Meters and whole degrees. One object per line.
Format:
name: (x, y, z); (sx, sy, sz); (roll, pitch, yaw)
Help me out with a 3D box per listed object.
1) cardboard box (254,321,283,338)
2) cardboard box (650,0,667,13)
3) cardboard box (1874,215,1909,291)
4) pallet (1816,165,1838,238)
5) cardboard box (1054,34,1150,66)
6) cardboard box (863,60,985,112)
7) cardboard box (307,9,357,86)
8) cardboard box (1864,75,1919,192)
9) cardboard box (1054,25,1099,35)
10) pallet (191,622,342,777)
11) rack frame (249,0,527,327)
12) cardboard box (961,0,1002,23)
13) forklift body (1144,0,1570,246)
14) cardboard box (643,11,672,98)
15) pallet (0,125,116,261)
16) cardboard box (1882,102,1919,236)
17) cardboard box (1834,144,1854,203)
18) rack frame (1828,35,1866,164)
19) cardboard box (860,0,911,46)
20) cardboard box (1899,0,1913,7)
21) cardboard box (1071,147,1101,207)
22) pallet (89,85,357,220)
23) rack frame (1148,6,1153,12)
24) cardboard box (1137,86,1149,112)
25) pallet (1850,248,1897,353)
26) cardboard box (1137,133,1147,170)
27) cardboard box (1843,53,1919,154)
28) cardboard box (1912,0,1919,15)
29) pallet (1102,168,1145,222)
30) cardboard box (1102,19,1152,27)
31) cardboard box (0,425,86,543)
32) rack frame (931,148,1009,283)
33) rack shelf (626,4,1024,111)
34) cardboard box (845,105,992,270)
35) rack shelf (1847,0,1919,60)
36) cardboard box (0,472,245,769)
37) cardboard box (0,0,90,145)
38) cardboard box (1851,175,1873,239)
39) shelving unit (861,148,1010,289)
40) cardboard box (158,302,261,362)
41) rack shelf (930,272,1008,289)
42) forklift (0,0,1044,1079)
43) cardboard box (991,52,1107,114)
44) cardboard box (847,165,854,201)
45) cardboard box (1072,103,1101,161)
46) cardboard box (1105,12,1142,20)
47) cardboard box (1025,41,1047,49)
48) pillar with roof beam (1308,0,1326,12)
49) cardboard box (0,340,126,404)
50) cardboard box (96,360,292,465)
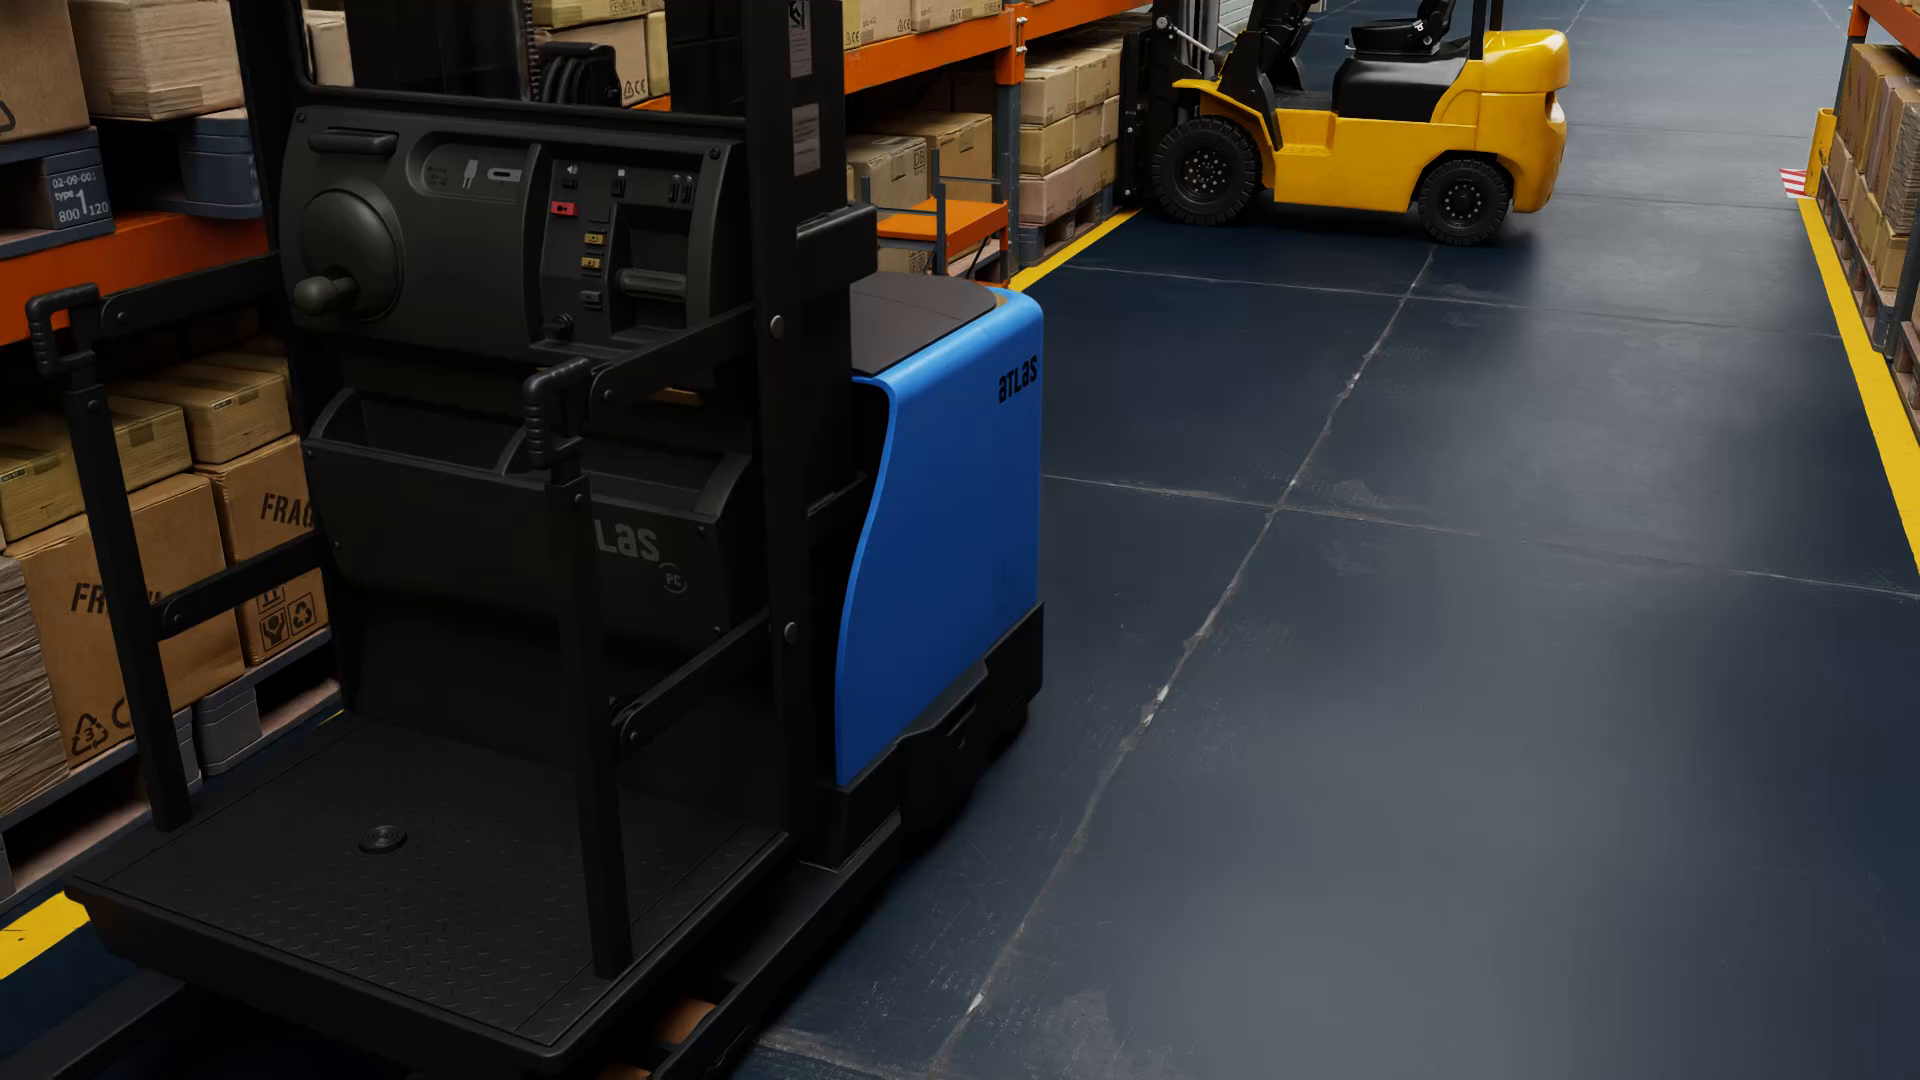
cardboard box: (-1.621, -0.497, 4.406); (0.380, 0.149, 0.250); (8, 24, 17)
cardboard box: (-1.094, -1.835, 5.297); (0.500, 0.250, 0.500); (10, 25, 22)
cardboard box: (4.393, -1.268, 7.416); (0.500, 0.250, 0.500); (10, 25, 22)
pallet: (5.546, -1.925, 9.584); (1.003, 0.211, 1.213); (9, 24, 20)
cardboard box: (0.859, -2.865, 9.942); (0.500, 0.250, 0.500); (8, 24, 19)
cardboard box: (-0.184, -2.392, 8.811); (0.500, 0.250, 0.500); (9, 24, 21)
cardboard box: (-1.561, -1.159, 3.913); (0.380, 0.149, 0.250); (9, 24, 21)
cardboard box: (4.769, -1.979, 8.146); (0.500, 0.500, 0.500); (10, 25, 23)
cardboard box: (0.566, -3.118, 10.549); (0.500, 0.250, 0.500); (9, 24, 20)
pallet: (-1.986, 0.178, 4.550); (1.003, 0.211, 1.213); (9, 24, 20)
rack frame: (-1.673, -1.371, 4.640); (1.000, 3.000, 0.127); (9, 24, 20)
cardboard box: (-0.132, -2.515, 7.574); (0.500, 0.250, 0.500); (9, 24, 21)
forklift body: (2.288, -2.902, 9.407); (2.313, 2.155, 1.214); (9, 24, 20)
cardboard box: (-1.090, -1.605, 5.394); (0.500, 0.250, 0.500); (8, 24, 19)
pallet: (-2.391, -0.585, 3.009); (1.003, 0.211, 1.213); (9, 24, 20)
cardboard box: (4.393, -1.614, 7.272); (0.500, 0.500, 0.500); (8, 24, 19)
cardboard box: (5.155, -2.019, 9.213); (0.500, 0.250, 0.500); (10, 25, 22)
rack frame: (5.908, -3.524, 9.795); (1.000, 3.000, 0.127); (9, 24, 20)
cardboard box: (-0.526, -2.161, 6.727); (0.500, 0.250, 0.500); (9, 24, 20)
cardboard box: (4.818, -2.684, 8.110); (0.380, 0.149, 0.250); (9, 24, 21)
cardboard box: (0.474, -2.037, 9.257); (0.500, 0.250, 0.500); (8, 24, 19)
pallet: (-1.860, -1.030, 4.072); (1.213, 0.211, 1.003); (9, 24, 20)
rack frame: (1.298, -4.233, 11.493); (1.000, 3.000, 0.127); (9, 24, 20)
cardboard box: (0.850, -2.626, 10.019); (0.500, 0.250, 0.500); (9, 24, 20)
pallet: (4.639, -1.051, 7.493); (1.003, 0.211, 1.213); (9, 24, 20)
cardboard box: (0.857, -2.402, 10.131); (0.500, 0.250, 0.500); (10, 25, 22)
cardboard box: (5.154, -2.350, 9.033); (0.500, 0.500, 0.500); (8, 24, 18)
cardboard box: (4.633, -2.500, 7.668); (0.380, 0.149, 0.250); (8, 24, 19)
pallet: (0.599, -2.232, 10.320); (1.003, 0.211, 1.213); (9, 24, 20)
cardboard box: (1.233, -3.227, 10.809); (0.500, 0.250, 0.500); (9, 24, 21)
cardboard box: (-2.065, -0.130, 3.526); (0.380, 0.149, 0.250); (8, 24, 19)
rack frame: (0.029, -0.582, 5.086); (0.240, 1.200, 0.015); (9, 24, 20)
rack shelf: (-0.930, -1.754, 6.492); (1.077, 0.370, 4.000); (9, 24, 20)
cardboard box: (-0.371, -1.712, 7.992); (0.875, 0.625, 0.625); (10, 25, 22)
rack shelf: (5.166, -2.477, 8.221); (1.077, 0.370, 4.000); (9, 24, 20)
cardboard box: (-2.018, 0.136, 3.730); (0.500, 0.500, 0.500); (10, 25, 22)
cardboard box: (-2.108, -1.001, 3.077); (0.797, 0.503, 0.637); (8, 24, 19)
cardboard box: (4.774, -1.641, 8.310); (0.500, 0.250, 0.500); (9, 24, 21)
shelving unit: (-0.061, -0.494, 4.877); (0.258, 1.200, 0.503); (9, 24, 20)
cardboard box: (-2.156, -0.568, 4.575); (0.380, 0.149, 0.250); (10, 25, 23)
rack shelf: (-0.061, -0.639, 4.817); (0.258, 0.148, 0.480); (9, 24, 20)
forklift: (-0.886, -0.506, 2.658); (1.130, 2.935, 3.031); (10, 25, 24)
cardboard box: (0.483, -2.498, 9.064); (0.500, 0.250, 0.500); (9, 24, 20)
cardboard box: (-0.943, -1.166, 6.685); (0.875, 0.625, 0.625); (8, 24, 18)
cardboard box: (0.464, -2.267, 9.160); (0.500, 0.250, 0.500); (9, 24, 20)
cardboard box: (0.944, -3.475, 11.403); (0.500, 0.250, 0.500); (8, 24, 19)
cardboard box: (0.191, -2.755, 9.679); (0.500, 0.250, 0.500); (9, 24, 20)
pillar with roof beam: (8.657, -10.559, 18.855); (9.100, 9.000, 0.400); (9, 24, 20)
cardboard box: (-2.298, -0.377, 4.117); (0.380, 0.149, 0.250); (9, 24, 21)
cardboard box: (-1.833, -0.307, 3.951); (0.380, 0.149, 0.250); (8, 24, 18)
